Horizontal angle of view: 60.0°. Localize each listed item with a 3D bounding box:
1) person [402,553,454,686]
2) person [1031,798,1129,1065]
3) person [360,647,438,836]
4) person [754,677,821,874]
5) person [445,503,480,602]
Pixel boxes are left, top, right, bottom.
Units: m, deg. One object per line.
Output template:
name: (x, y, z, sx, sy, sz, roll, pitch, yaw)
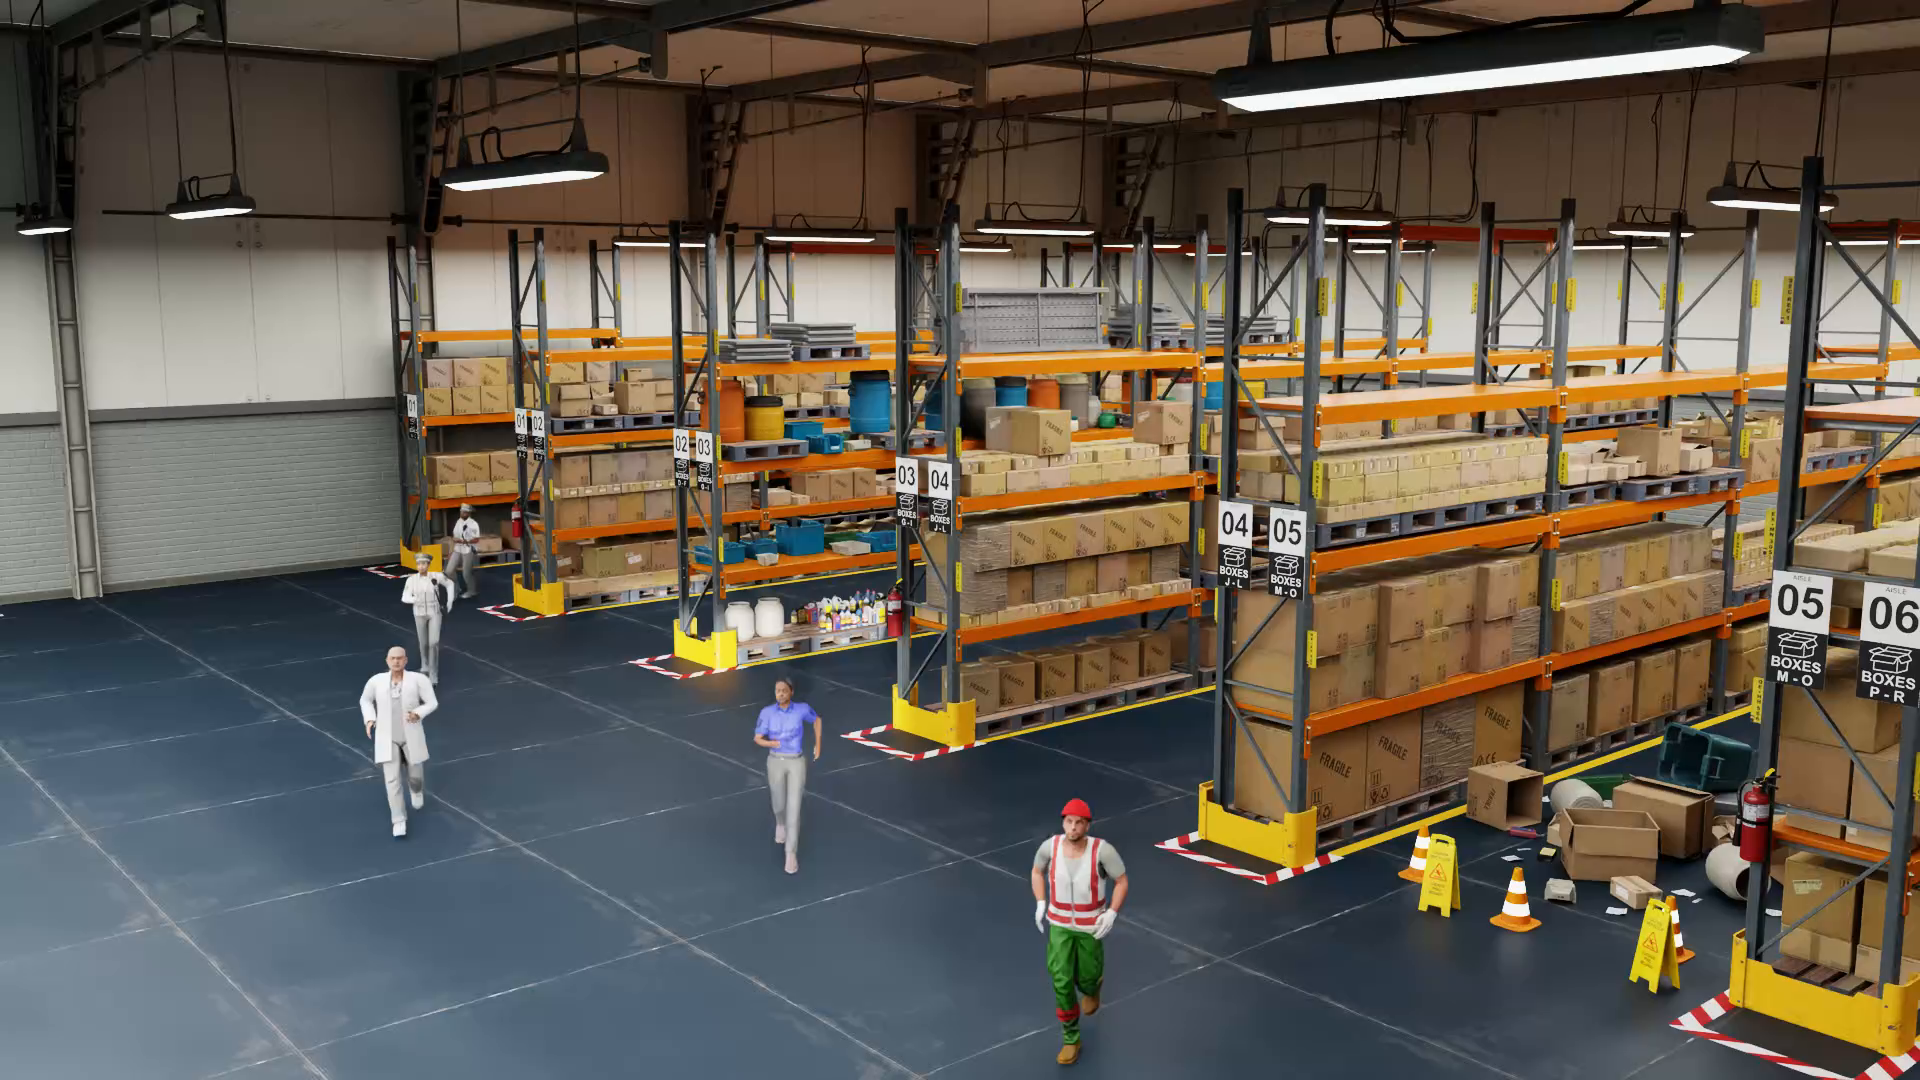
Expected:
person: (-6.943, 1.002, 21.764, 0.623, 1.740, 0.877, -1, 9, -8)
person: (0.805, 2.589, 11.308, 0.678, 1.760, 0.767, 2, 9, 12)
person: (-5.349, 1.878, 15.876, 0.720, 1.746, 0.912, -2, 9, -14)
person: (-1.560, 2.056, 14.980, 0.586, 1.624, 0.995, 0, 9, 1)
person: (-8.069, 0.205, 27.169, 0.643, 1.667, 0.649, 4, 10, 23)
